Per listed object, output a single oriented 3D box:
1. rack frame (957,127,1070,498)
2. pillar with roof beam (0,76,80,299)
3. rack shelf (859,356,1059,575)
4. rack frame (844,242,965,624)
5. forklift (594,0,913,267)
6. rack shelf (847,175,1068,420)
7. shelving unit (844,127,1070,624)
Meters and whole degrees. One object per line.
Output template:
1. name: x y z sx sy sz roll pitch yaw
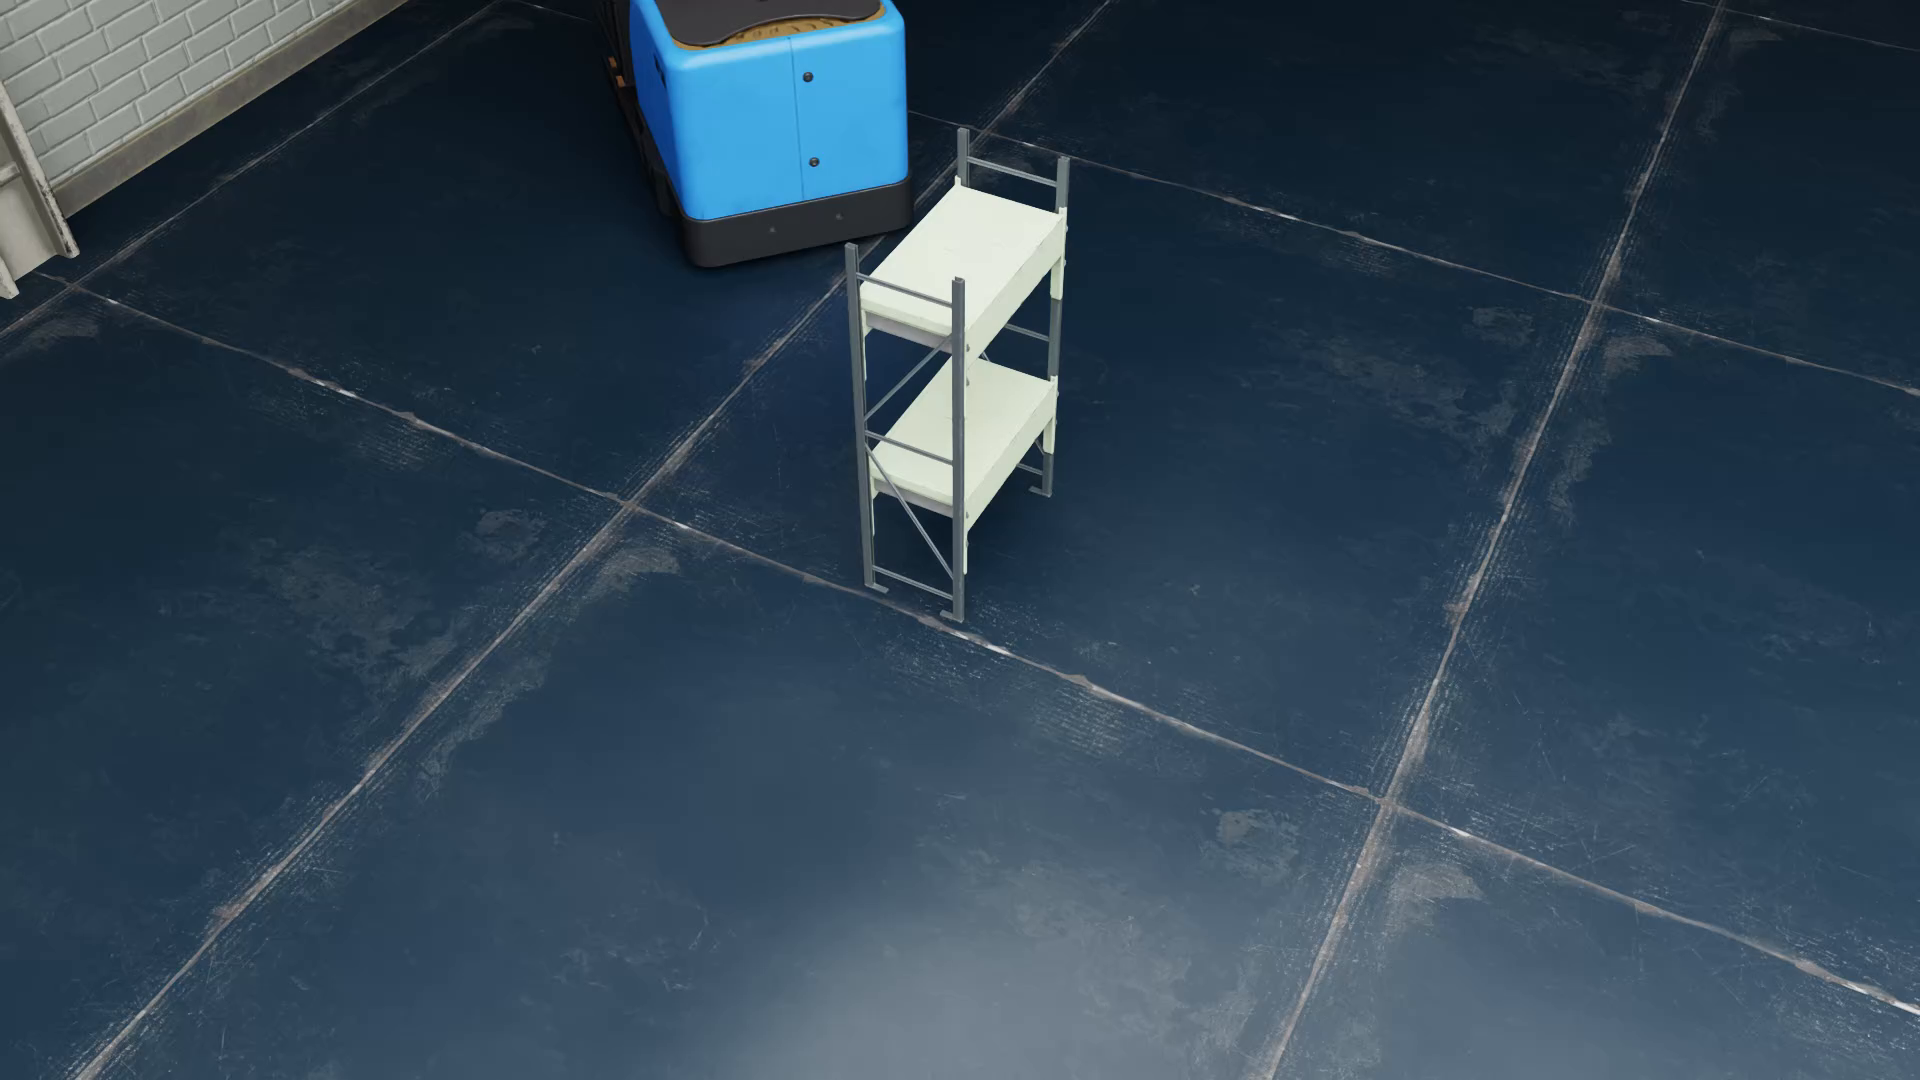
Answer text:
1. rack frame: 0.173 -0.762 5.949 0.400 1.500 0.023 20 49 19
2. pillar with roof beam: -0.399 -2.973 2.861 9.100 9.000 0.400 20 49 19
3. rack shelf: 0.003 -0.302 5.953 0.431 0.370 0.720 20 49 19
4. rack frame: -0.167 -0.301 5.493 0.400 1.500 0.023 20 49 19
5. forklift: -1.187 -3.301 7.451 1.130 2.935 3.031 -14 47 -14
6. rack shelf: 0.003 -0.806 5.443 0.431 0.370 0.720 20 49 19
7. shelving unit: 0.003 -0.531 5.721 0.431 1.500 0.755 20 49 19
